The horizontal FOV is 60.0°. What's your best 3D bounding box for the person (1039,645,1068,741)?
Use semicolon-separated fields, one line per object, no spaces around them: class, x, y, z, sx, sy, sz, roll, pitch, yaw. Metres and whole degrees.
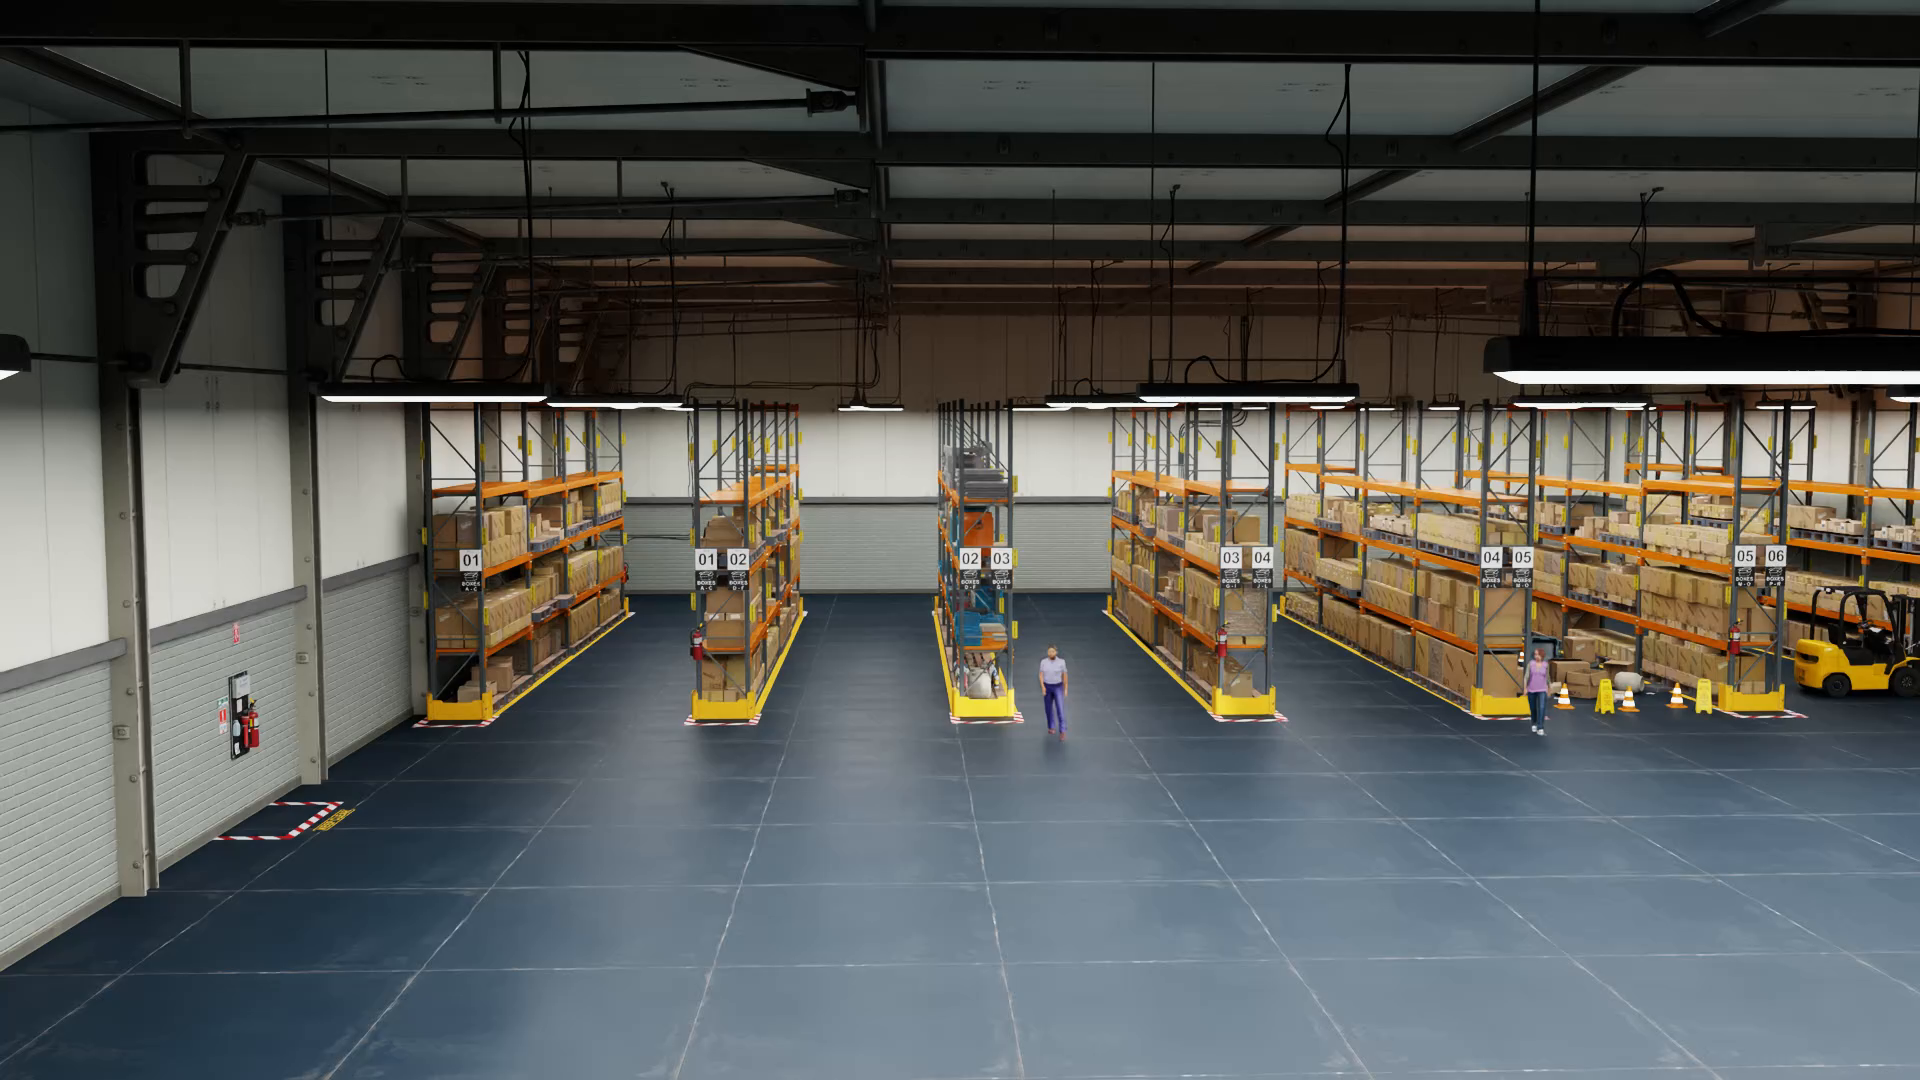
person;1.681;2.676;29.466;0.600;1.629;0.769;2;5;20

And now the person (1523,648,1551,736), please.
person;10.238;2.691;29.536;0.448;1.548;0.952;2;5;26
